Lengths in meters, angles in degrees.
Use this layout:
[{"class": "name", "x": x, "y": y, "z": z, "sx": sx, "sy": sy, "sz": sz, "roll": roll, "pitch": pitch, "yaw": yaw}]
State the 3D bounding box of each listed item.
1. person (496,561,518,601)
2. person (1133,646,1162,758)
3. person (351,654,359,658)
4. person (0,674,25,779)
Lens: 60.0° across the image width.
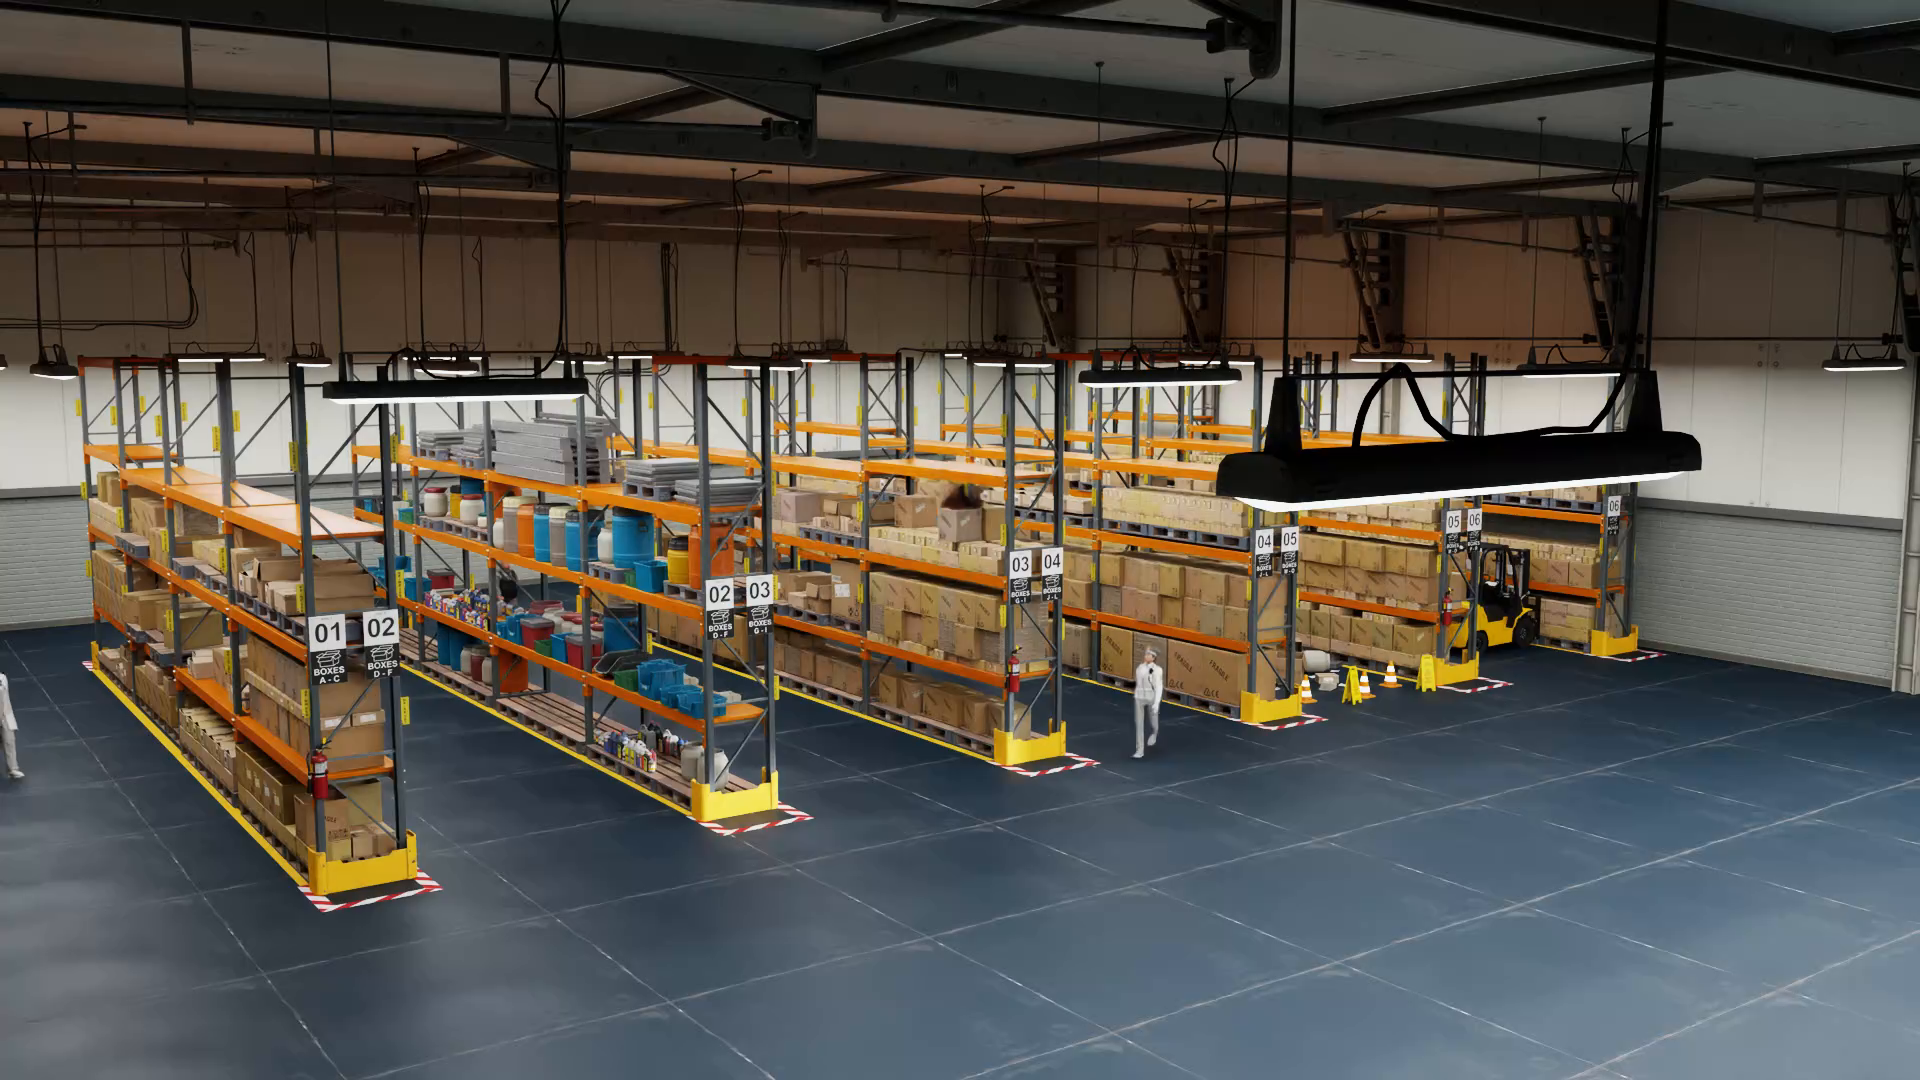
[{"class": "person", "x": -9.533, "y": 0.902, "z": 35.068, "sx": 0.564, "sy": 1.008, "sz": 0.489, "roll": -6, "pitch": 9, "yaw": -38}, {"class": "person", "x": 2.873, "y": 2.431, "z": 25.400, "sx": 0.434, "sy": 1.655, "sz": 0.891, "roll": 1, "pitch": 7, "yaw": 8}, {"class": "person", "x": -10.768, "y": 2.240, "z": 29.335, "sx": 0.280, "sy": 0.957, "sz": 0.411, "roll": -6, "pitch": 9, "yaw": -41}, {"class": "person", "x": -13.879, "y": 2.561, "z": 23.927, "sx": 0.548, "sy": 1.725, "sz": 1.088, "roll": -6, "pitch": 9, "yaw": -42}]
